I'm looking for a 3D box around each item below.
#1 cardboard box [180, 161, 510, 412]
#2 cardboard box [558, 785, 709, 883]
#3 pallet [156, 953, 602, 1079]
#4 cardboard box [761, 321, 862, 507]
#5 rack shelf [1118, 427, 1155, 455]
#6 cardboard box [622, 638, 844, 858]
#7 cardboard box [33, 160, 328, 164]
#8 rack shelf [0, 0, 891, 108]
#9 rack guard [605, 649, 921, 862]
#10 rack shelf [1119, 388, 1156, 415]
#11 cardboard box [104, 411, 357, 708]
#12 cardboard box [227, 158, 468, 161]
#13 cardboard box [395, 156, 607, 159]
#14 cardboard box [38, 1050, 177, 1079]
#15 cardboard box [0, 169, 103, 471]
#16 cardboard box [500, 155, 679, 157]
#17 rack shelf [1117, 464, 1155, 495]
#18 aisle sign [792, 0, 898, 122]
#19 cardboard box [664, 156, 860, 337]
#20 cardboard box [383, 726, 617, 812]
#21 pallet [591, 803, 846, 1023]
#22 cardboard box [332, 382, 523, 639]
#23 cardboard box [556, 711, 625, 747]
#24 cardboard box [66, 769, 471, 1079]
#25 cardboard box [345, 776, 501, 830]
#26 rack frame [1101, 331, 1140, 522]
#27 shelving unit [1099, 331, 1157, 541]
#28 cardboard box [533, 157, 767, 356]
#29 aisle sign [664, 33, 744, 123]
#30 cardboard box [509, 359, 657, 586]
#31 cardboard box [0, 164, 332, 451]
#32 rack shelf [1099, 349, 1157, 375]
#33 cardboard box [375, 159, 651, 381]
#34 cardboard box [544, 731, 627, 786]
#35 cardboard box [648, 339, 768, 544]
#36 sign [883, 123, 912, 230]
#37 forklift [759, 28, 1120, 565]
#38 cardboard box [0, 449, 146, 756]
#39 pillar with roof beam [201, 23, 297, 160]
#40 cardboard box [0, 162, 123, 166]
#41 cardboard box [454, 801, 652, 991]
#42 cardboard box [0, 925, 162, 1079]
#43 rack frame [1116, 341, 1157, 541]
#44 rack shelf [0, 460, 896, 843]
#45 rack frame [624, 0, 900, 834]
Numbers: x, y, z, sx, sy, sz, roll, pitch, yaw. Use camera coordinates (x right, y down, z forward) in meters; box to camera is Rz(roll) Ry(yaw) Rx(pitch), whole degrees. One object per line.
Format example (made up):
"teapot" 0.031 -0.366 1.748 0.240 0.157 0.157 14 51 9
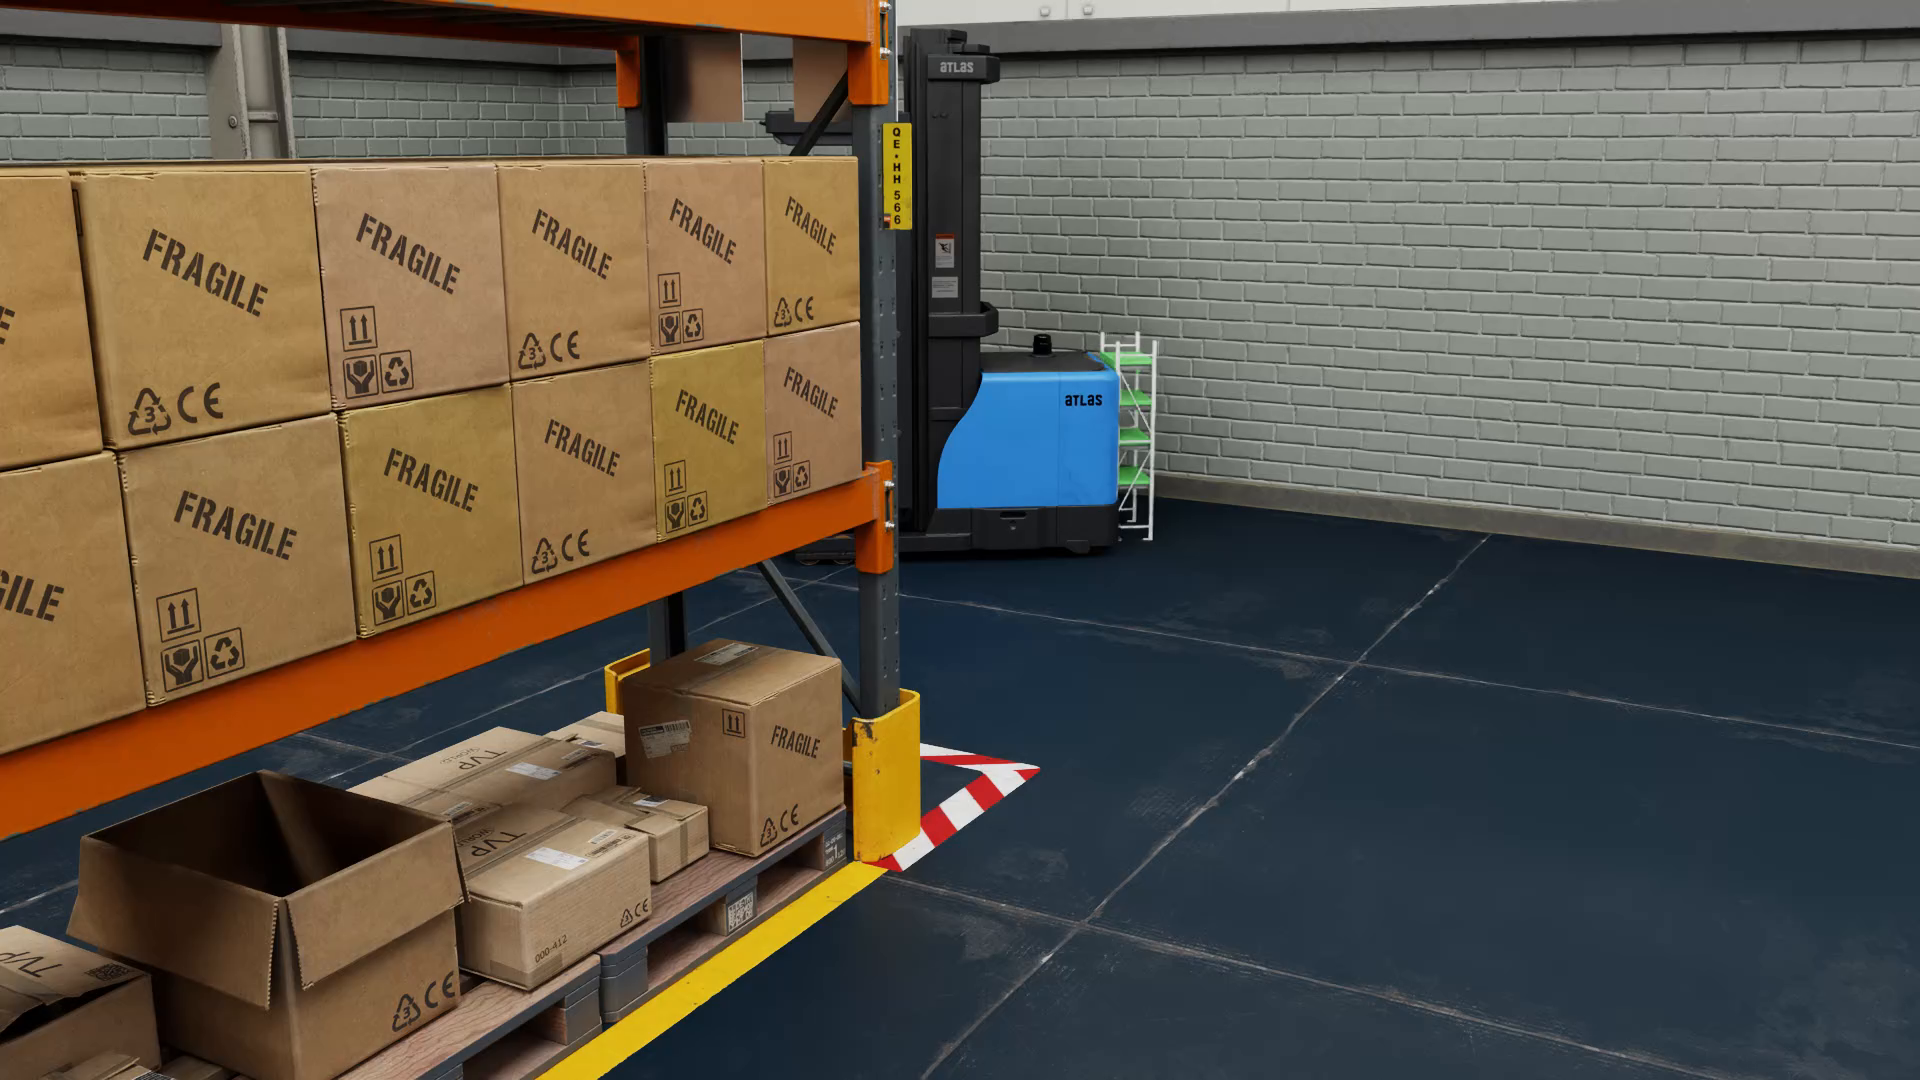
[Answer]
"cardboard box" -1.385 -0.588 3.725 0.500 0.500 0.500 8 16 30
"cardboard box" -0.994 0.884 5.073 0.380 0.166 0.250 7 15 28
"pallet" -1.684 1.293 4.222 1.003 0.211 1.213 7 15 28
"cardboard box" -0.651 -0.418 5.152 0.500 0.500 0.500 8 16 30
"rack shelf" 1.013 -0.576 10.134 0.258 0.148 0.480 -2 14 -6
"cardboard box" -0.720 0.649 5.336 0.500 0.500 0.500 7 15 28
"cardboard box" -1.855 -0.651 3.986 0.500 0.500 0.500 7 15 28
"rack shelf" -1.639 -1.190 3.704 1.077 0.370 4.000 7 15 28
"rack guard" -0.709 0.739 5.901 1.175 0.500 0.348 7 15 28
"rack shelf" 1.011 -0.810 10.077 0.258 0.148 0.480 -2 14 -6
"cardboard box" -1.632 -0.001 3.425 0.500 0.500 0.500 7 15 28
"cardboard box" -1.610 -0.755 4.418 0.500 0.500 0.500 8 16 29
"cardboard box" -1.364 -0.857 4.842 0.500 0.500 0.500 8 15 29
"cardboard box" -1.804 1.252 3.546 0.380 0.166 0.250 7 15 28
"cardboard box" -1.883 -0.376 2.848 0.500 0.500 0.500 7 15 26
"cardboard box" -1.118 -0.965 5.290 0.500 0.500 0.500 8 16 30
"rack shelf" 1.014 -0.343 10.190 0.258 0.148 0.480 -2 14 -6
"aisle sign" -0.371 -1.735 5.282 0.394 0.787 0.004 7 15 28
"cardboard box" -0.647 -0.904 5.036 0.500 0.500 0.500 7 15 28
"cardboard box" -1.425 0.813 5.189 0.500 0.250 0.500 7 15 28
"pallet" -1.094 1.043 5.256 1.003 0.211 1.213 7 15 28
"cardboard box" -1.388 -0.106 3.858 0.500 0.500 0.500 7 15 27
"cardboard box" -1.176 0.727 5.761 0.380 0.149 0.250 7 15 28
"cardboard box" -1.702 0.943 4.111 0.797 0.503 0.637 7 15 28
"cardboard box" -1.667 0.916 4.763 0.500 0.250 0.500 7 15 28
"rack frame" 0.988 -0.695 10.355 0.240 1.200 0.015 -2 14 -6
"shelving unit" 1.012 -0.638 10.119 0.258 1.200 0.503 -2 14 -6
"cardboard box" -0.890 -0.800 4.606 0.500 0.500 0.500 8 16 30
"aisle sign" -0.896 -1.803 5.564 0.394 0.787 0.004 7 15 28
"cardboard box" -1.144 -0.209 4.287 0.500 0.500 0.500 8 15 28
"cardboard box" -1.634 -0.482 3.285 0.500 0.500 0.500 7 15 26
"rack shelf" 1.010 -1.043 10.021 0.258 0.148 0.480 -2 14 -6
"cardboard box" -1.137 -0.693 4.162 0.500 0.500 0.500 8 16 30
"cardboard box" -1.296 0.770 5.546 0.380 0.166 0.250 7 15 28
"cardboard box" -0.898 -0.311 4.709 0.500 0.500 0.500 8 15 29
"sign" -0.196 -1.141 5.222 0.100 0.325 0.005 7 15 28
"forklift" -0.626 -1.411 9.634 3.031 2.935 1.130 -1 14 -5
"cardboard box" -1.876 0.101 3.000 0.500 0.500 0.500 8 16 29
"pillar with roof beam" -0.694 -4.133 7.976 9.100 9.000 0.400 7 15 28
"cardboard box" -2.099 -0.548 3.558 0.500 0.500 0.500 8 15 28
"cardboard box" -1.205 0.962 4.571 0.500 0.250 0.500 7 15 28
"cardboard box" -2.216 1.119 3.789 0.500 0.311 0.500 7 15 28
"rack frame" 1.037 -0.582 9.883 0.240 1.200 0.015 -2 14 -6
"rack shelf" -1.639 0.268 4.055 1.077 0.370 4.000 7 15 28
"rack frame" -0.672 -0.492 5.673 1.000 3.000 0.127 7 15 28
